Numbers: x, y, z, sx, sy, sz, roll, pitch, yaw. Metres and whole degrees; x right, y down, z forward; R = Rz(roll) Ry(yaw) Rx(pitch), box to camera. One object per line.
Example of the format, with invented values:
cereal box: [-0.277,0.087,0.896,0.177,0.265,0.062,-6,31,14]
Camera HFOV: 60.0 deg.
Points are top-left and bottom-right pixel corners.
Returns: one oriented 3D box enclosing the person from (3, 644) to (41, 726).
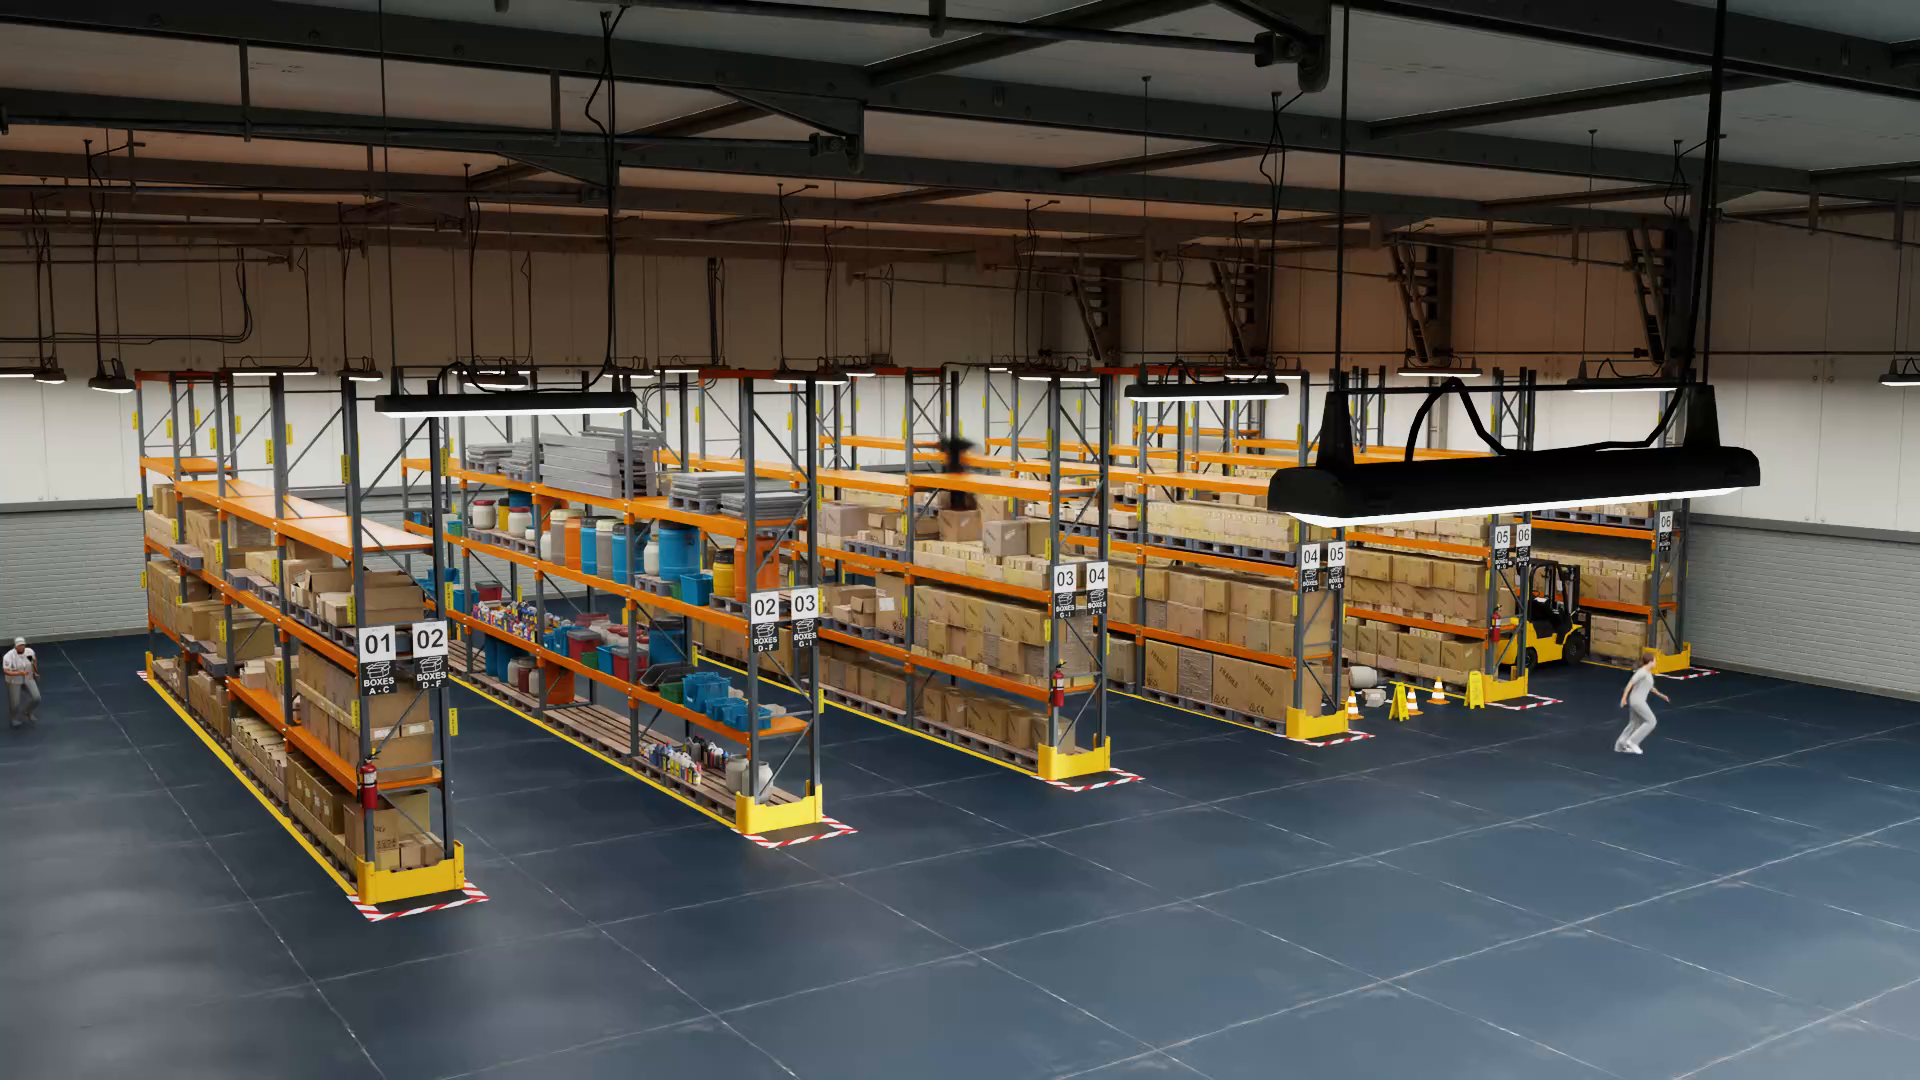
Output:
person: [-15.863,2.398,28.113,0.833,1.542,0.613,5,8,40]

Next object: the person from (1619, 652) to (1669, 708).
person: [10.766,2.192,26.107,0.707,0.863,0.546,3,7,25]

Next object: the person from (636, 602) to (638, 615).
person: [-7.345,1.110,39.224,0.824,1.652,0.581,-2,7,-20]
